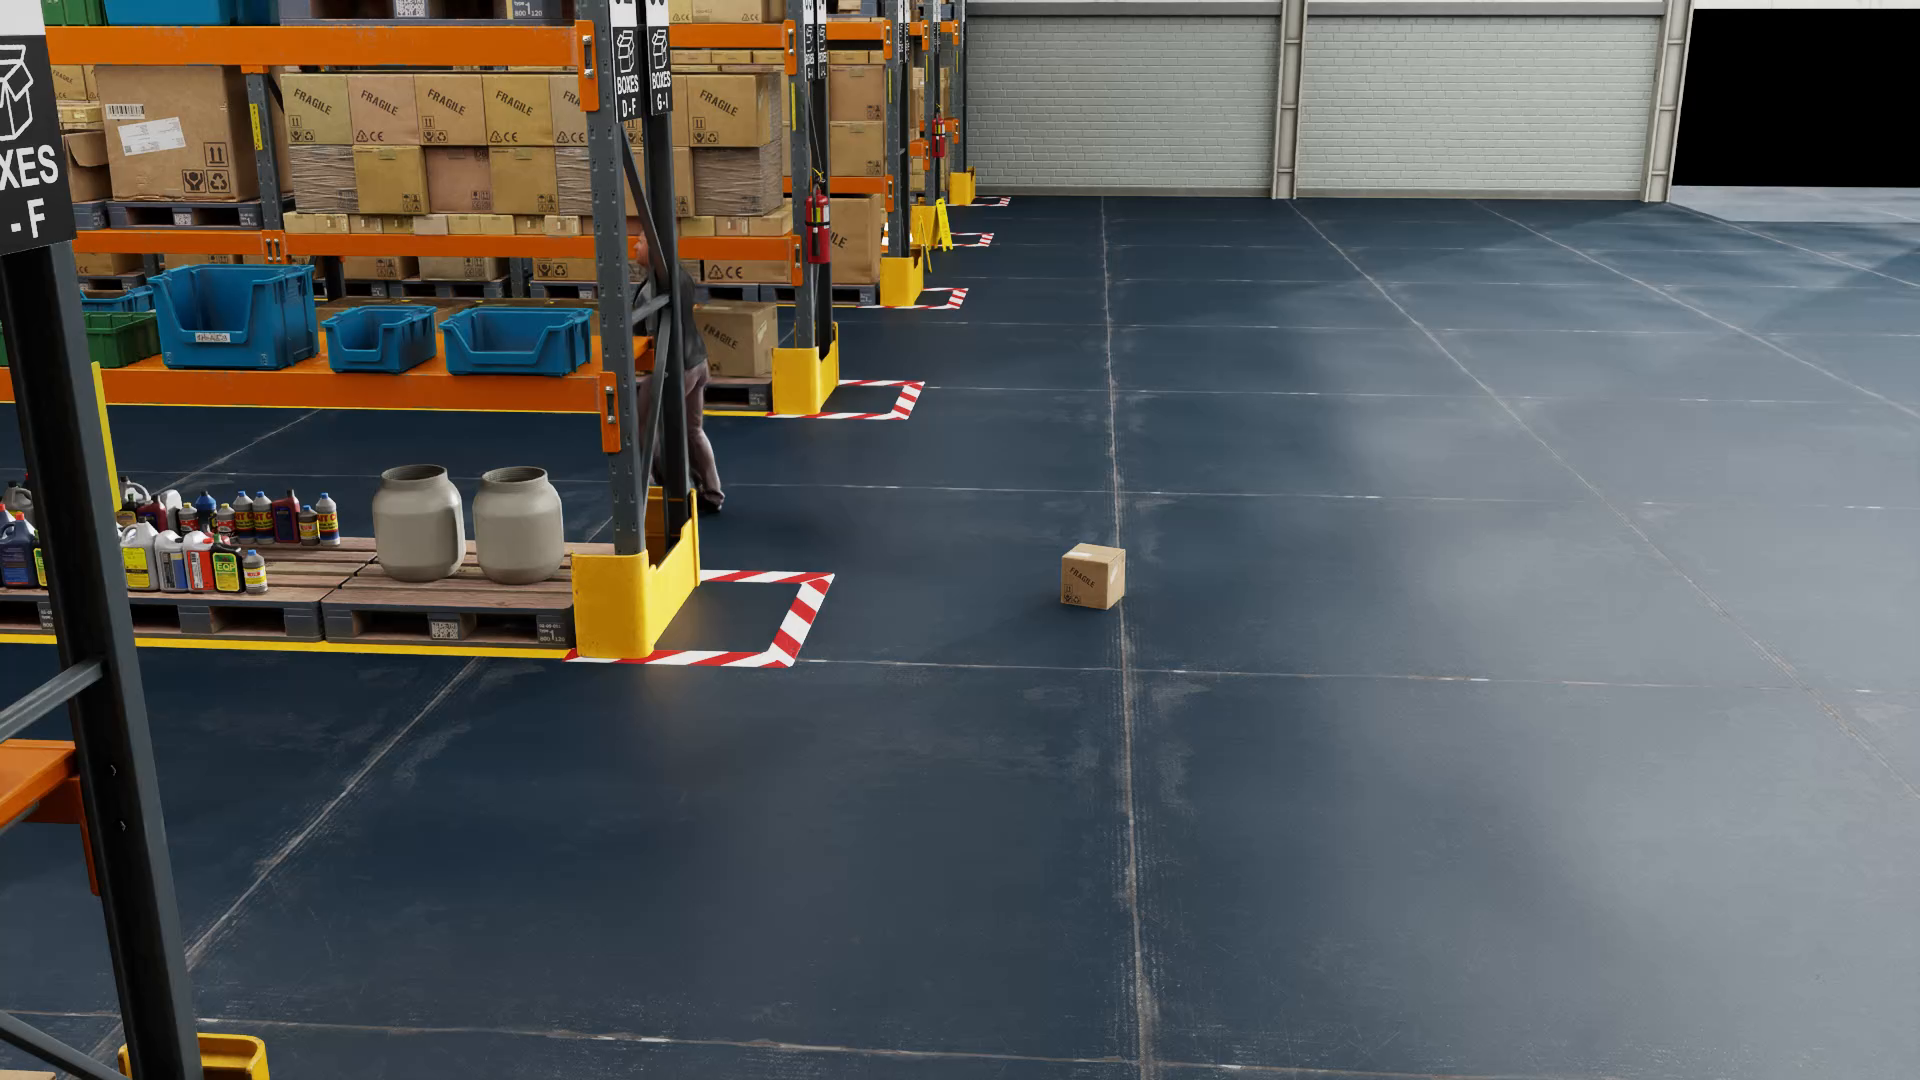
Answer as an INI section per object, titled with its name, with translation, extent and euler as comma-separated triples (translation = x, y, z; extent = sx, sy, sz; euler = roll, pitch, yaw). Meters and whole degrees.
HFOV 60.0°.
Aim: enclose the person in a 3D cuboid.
[person]
translation = -1.672, -0.941, 9.633
extent = 0.510, 1.740, 0.574
euler = 4, 18, 12
